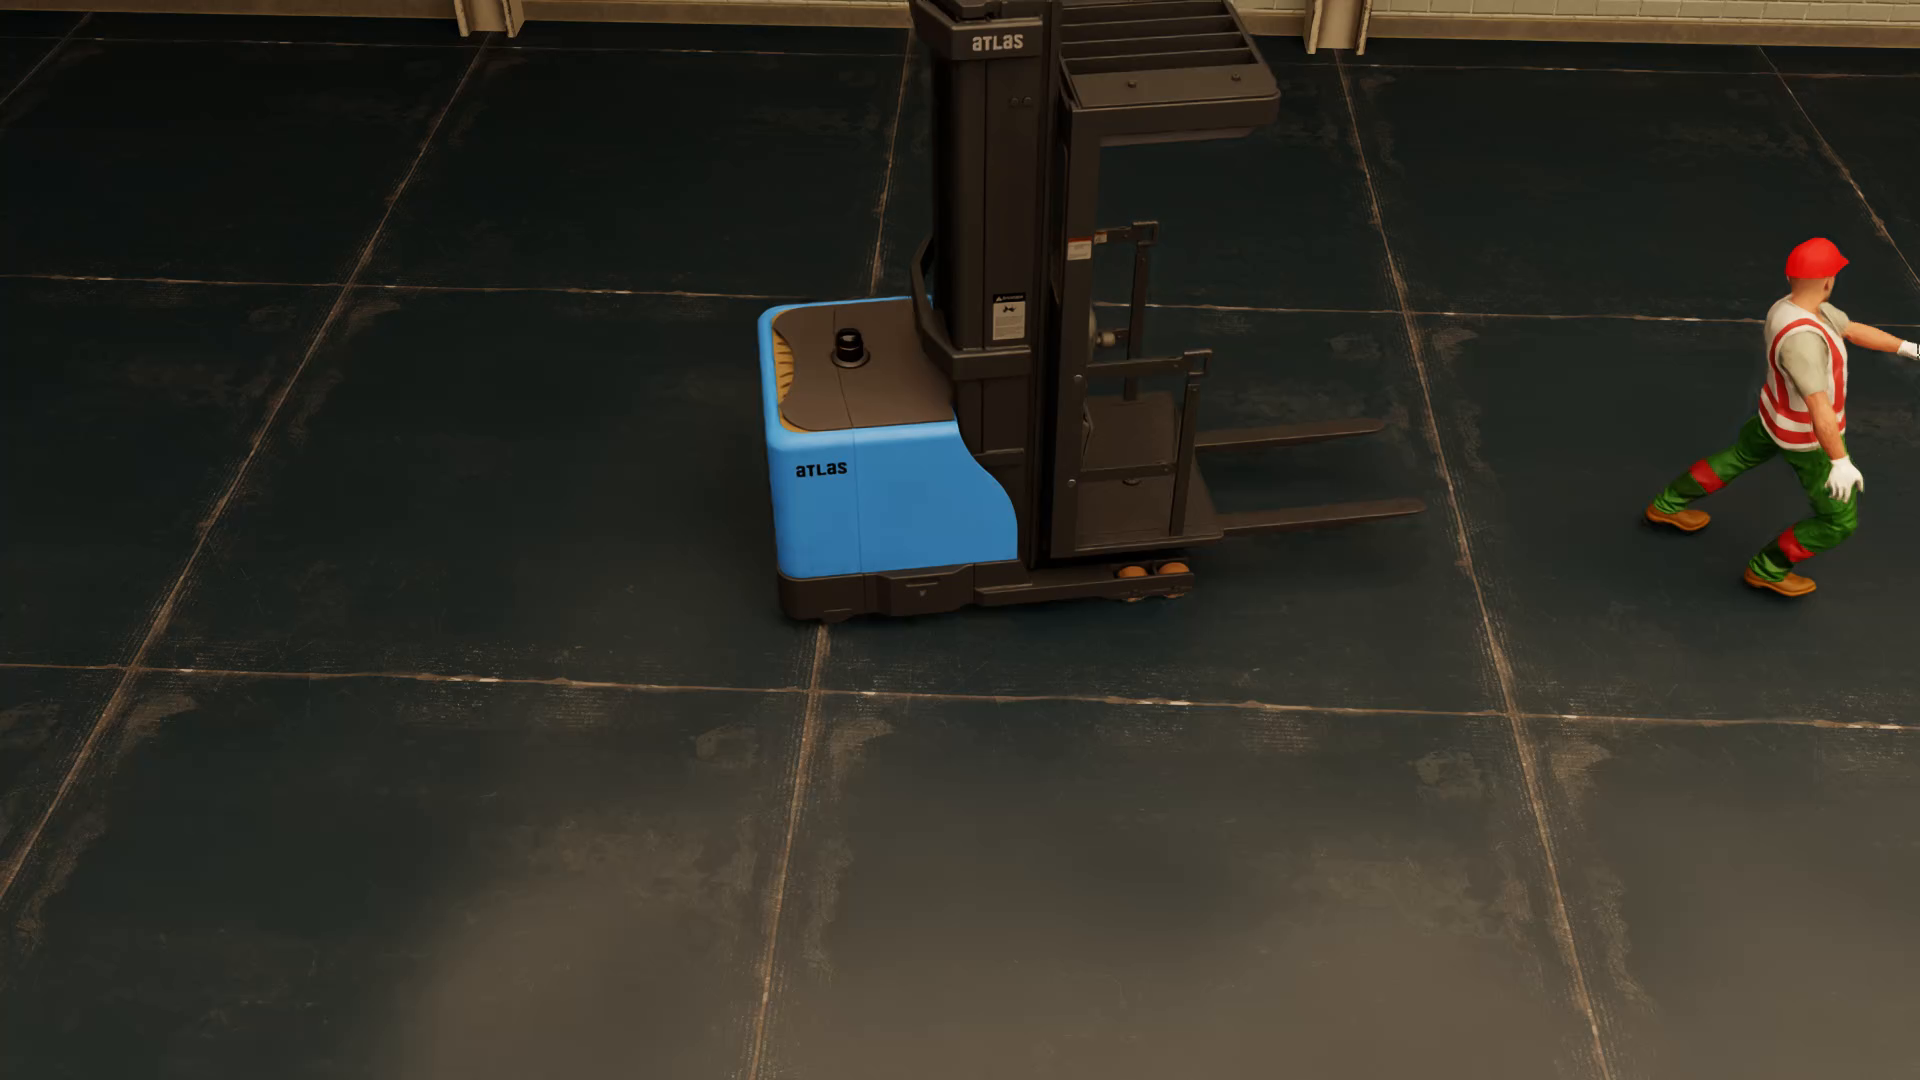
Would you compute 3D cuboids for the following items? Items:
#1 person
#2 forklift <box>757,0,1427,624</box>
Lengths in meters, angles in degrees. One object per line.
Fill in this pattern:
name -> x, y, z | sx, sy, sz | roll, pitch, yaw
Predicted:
person -> 3.707, -0.462, 7.183 | 0.877, 1.621, 0.838 | 1, 42, 1
forklift -> 0.633, -1.151, 7.003 | 3.031, 2.935, 1.130 | -5, 43, -6
